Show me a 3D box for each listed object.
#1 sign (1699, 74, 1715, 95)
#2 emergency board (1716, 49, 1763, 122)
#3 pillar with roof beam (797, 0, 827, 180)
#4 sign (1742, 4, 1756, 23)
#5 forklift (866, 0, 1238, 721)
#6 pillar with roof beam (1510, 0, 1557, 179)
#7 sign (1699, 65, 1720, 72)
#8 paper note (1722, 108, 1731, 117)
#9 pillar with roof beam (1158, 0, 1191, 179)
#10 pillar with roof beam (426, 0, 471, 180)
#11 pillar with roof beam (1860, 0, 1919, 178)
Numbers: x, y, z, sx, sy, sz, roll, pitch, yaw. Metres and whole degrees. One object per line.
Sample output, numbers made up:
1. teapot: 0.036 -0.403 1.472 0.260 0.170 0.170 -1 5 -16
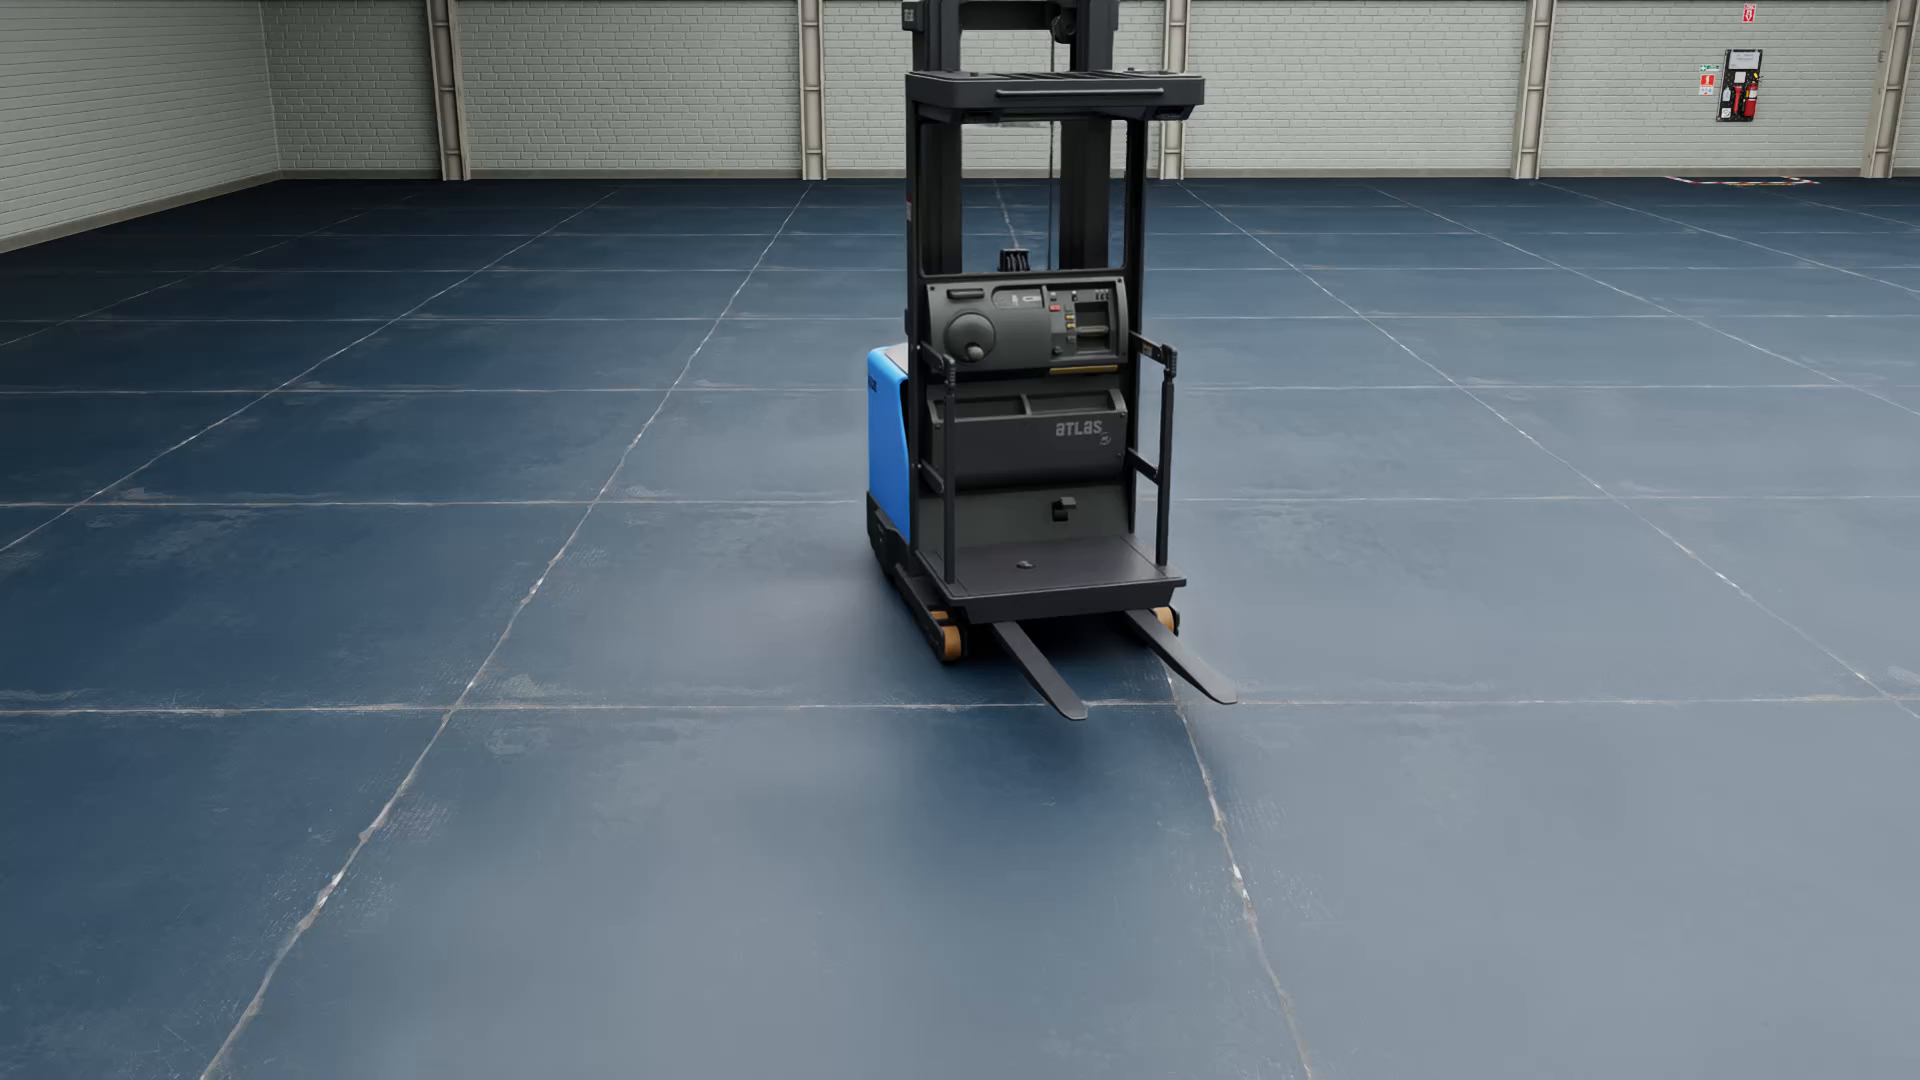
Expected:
1. sign: 12.531 -7.640 27.894 0.234 0.329 0.001 0 18 -1
2. emergency board: 13.085 -7.594 27.810 0.643 1.169 0.194 0 18 -1
3. pillar with roof beam: -2.373 -9.049 22.525 0.400 9.000 9.100 0 18 -1
4. sign: 13.076 -8.728 27.550 0.199 0.298 0.001 0 18 -1
5. forklift: 0.365 -0.984 7.316 1.130 2.935 3.031 -5 18 -14
6. pillar with roof beam: 9.625 -9.107 22.705 0.400 9.000 9.100 0 18 -1
7. sign: 12.535 -7.889 27.805 0.331 0.109 0.001 0 18 -1
8. paper note: 12.907 -7.195 28.007 0.142 0.148 0.016 0 18 -1
9. pillar with roof beam: 3.626 -9.078 22.615 0.400 9.000 9.100 0 18 -1
10. pillar with roof beam: -8.372 -9.020 22.435 0.400 9.000 9.100 0 18 -1
11. pillar with roof beam: 15.625 -9.136 22.795 0.400 9.000 9.100 0 18 -1
